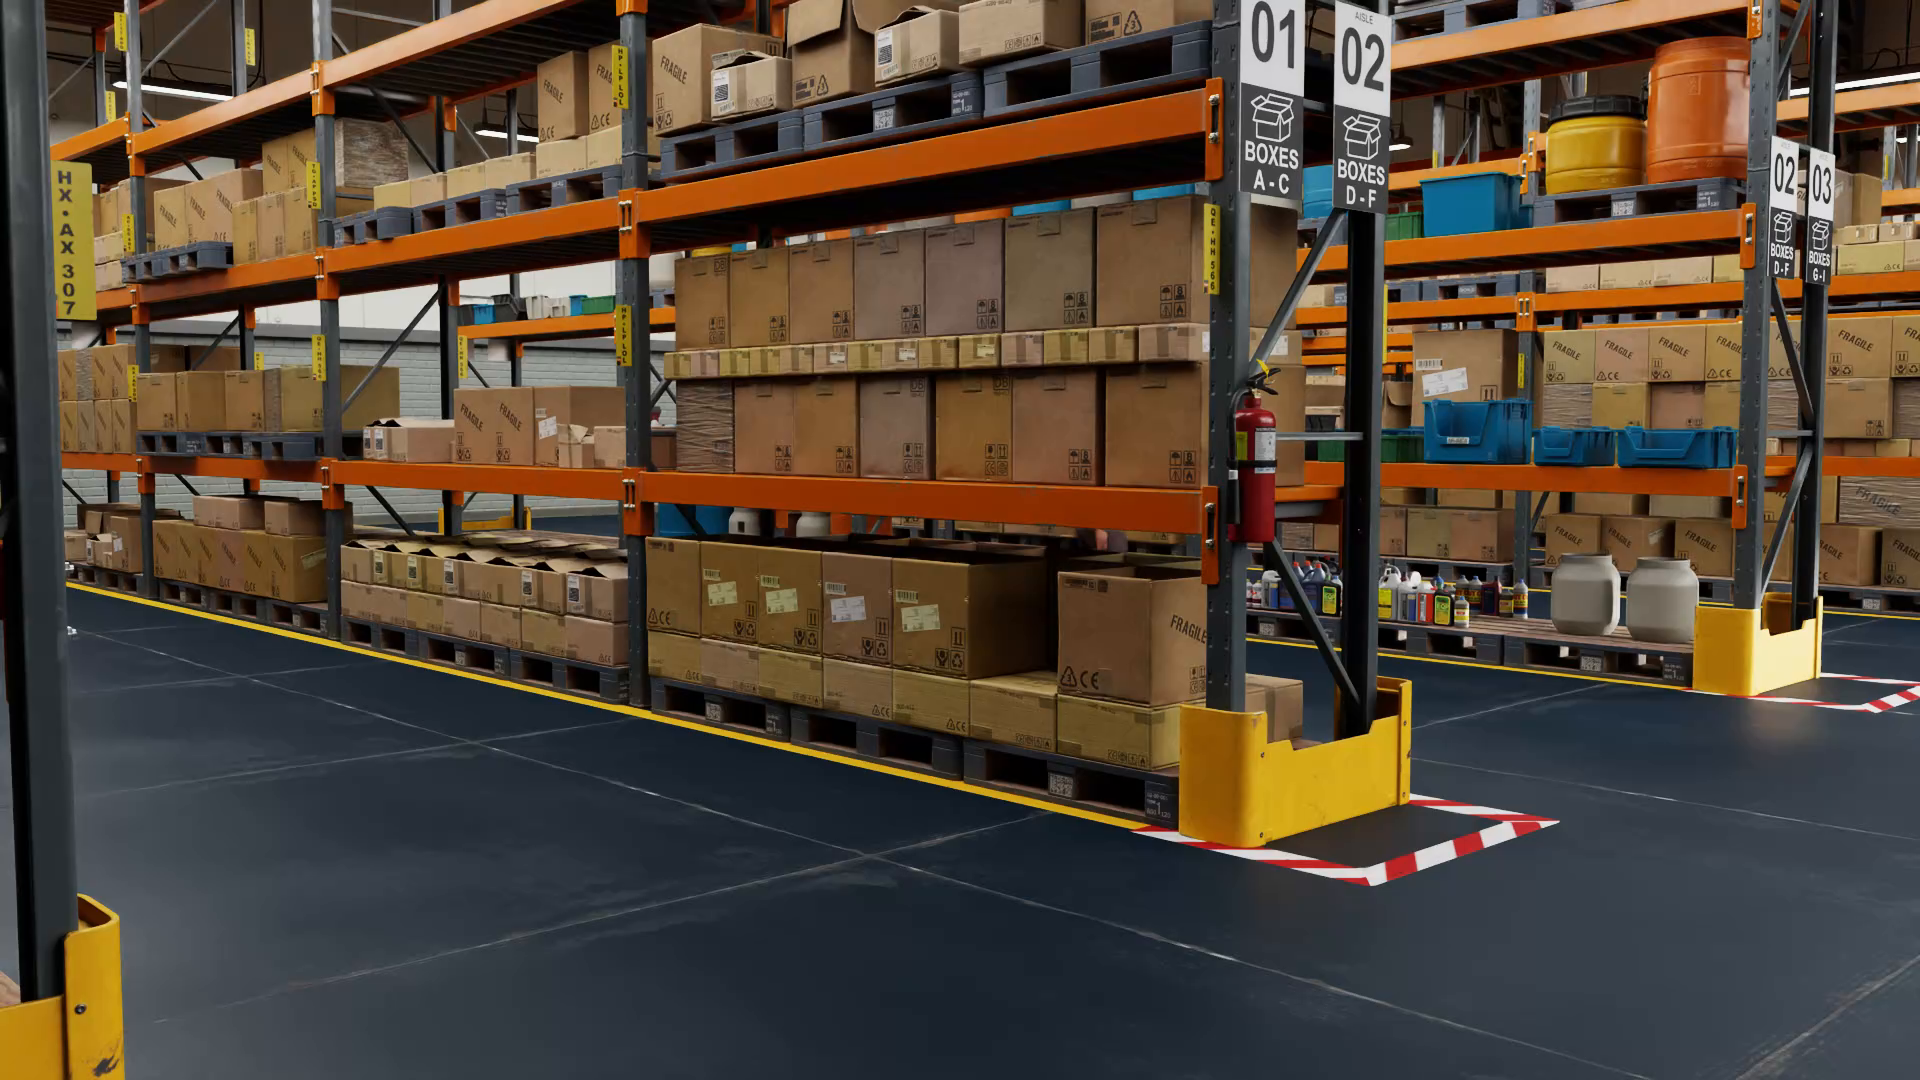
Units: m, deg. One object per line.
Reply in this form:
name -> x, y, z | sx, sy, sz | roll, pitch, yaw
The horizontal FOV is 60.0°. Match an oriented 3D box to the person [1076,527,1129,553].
person -> 0.976, -0.059, 11.038 | 0.679, 1.725, 0.554 | -1, 4, -9
